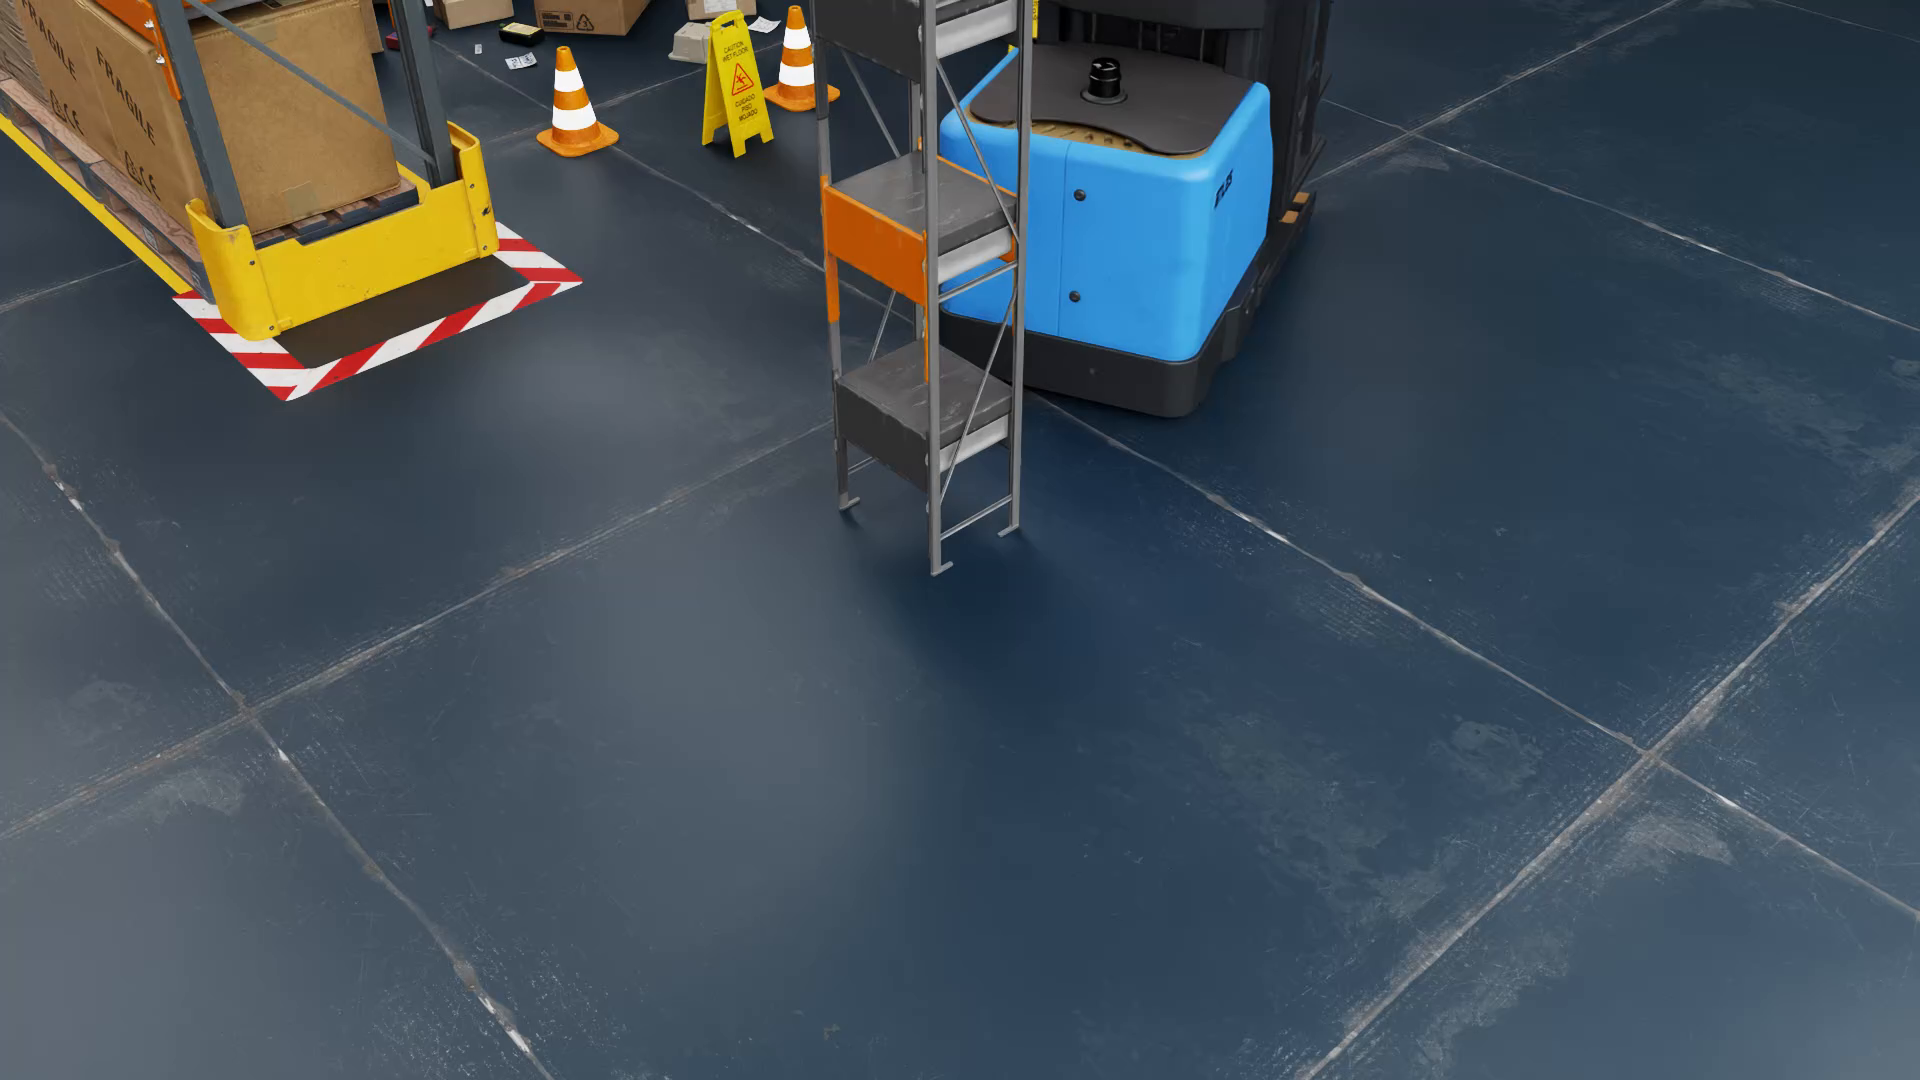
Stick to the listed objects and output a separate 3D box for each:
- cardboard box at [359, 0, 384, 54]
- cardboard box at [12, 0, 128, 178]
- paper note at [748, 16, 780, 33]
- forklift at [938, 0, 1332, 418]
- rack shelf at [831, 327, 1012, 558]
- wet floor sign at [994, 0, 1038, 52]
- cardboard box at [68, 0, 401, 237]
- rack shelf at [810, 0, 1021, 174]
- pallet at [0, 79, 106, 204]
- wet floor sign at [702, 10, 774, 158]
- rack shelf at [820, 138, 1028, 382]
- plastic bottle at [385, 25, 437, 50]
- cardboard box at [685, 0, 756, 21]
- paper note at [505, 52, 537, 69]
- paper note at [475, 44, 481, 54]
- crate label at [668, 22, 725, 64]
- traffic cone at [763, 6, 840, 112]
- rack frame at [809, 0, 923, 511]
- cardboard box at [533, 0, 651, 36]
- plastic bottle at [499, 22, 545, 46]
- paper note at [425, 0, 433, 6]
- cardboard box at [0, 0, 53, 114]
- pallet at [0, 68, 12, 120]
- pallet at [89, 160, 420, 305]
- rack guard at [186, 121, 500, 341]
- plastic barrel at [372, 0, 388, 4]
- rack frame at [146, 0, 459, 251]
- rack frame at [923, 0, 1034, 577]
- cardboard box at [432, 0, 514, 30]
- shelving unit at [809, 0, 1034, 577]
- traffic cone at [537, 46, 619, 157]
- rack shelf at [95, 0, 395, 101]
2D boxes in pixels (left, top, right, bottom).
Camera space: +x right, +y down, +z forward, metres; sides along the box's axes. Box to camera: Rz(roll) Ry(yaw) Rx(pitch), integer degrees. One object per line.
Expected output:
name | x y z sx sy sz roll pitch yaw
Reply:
cardboard box | -3.469 -2.893 8.932 0.500 0.500 0.500 -22 44 -25
cardboard box | -3.674 -2.324 7.597 0.875 0.875 0.875 -31 48 -32
paper note | -1.098 -2.882 9.294 0.142 0.019 0.148 18 42 21
forklift | 0.953 -2.522 6.540 1.130 2.935 3.031 15 41 18
rack shelf | -0.112 -0.338 5.634 0.431 0.518 0.480 -30 48 -32
wet floor sign | 0.348 -2.987 8.935 0.267 0.644 0.232 -15 41 -17
cardboard box | -3.077 -1.918 7.094 0.875 0.875 0.875 -30 47 -32
rack shelf | -0.112 -1.427 4.754 0.431 0.518 0.480 -30 48 -32
pallet | -3.989 -2.112 8.197 1.003 0.211 1.213 -30 48 -32
wet floor sign | -1.092 -2.207 7.970 0.232 0.644 0.267 26 45 28
rack shelf | -0.112 -0.883 5.194 0.431 0.518 0.480 -30 48 -32
plastic bottle | -3.009 -2.775 9.137 0.133 0.061 0.283 18 42 21
cardboard box | -1.366 -3.084 9.451 0.380 0.149 0.250 -8 40 -10
paper note | -2.352 -2.567 8.906 0.144 0.017 0.142 -15 41 -17
paper note | -2.622 -2.673 9.051 0.032 0.001 0.123 -8 40 -10
crate label | -1.398 -2.691 8.973 0.298 0.136 0.250 11 40 13
traffic cone | -0.821 -2.480 8.453 0.336 0.463 0.334 -30 48 -32
rack frame | -0.277 -1.006 5.325 0.400 2.100 0.015 -30 48 -32
cardboard box | -2.045 -3.211 9.326 0.637 0.503 0.797 5 39 6
plastic bottle | -2.439 -2.792 9.158 0.283 0.061 0.133 18 42 21
paper note | -3.009 -3.137 9.617 0.172 0.023 0.155 -15 41 -17
cardboard box | -4.289 -2.747 8.121 0.875 0.875 0.875 -30 47 -31
pallet | -4.819 -2.676 8.896 1.003 0.211 1.213 -30 48 -32
pallet | -3.168 -1.547 7.498 1.003 0.211 1.213 -30 48 -32
rack guard | -2.554 -1.312 6.976 1.175 0.500 0.348 -30 48 -32
plastic barrel | -3.378 -3.271 9.463 0.512 0.421 0.421 -2 39 -2
rack frame | -2.570 -2.295 6.205 1.000 3.000 0.127 -30 48 -32
rack frame | 0.053 -0.781 5.045 0.400 2.100 0.015 -30 48 -32
cardboard box | -2.756 -3.070 9.340 0.396 0.266 0.258 -22 44 -25
shelving unit | -0.112 -0.893 5.185 0.431 2.100 0.503 -30 48 -32
traffic cone | -1.883 -2.158 8.053 0.336 0.463 0.334 -30 48 -32
rack shelf | -3.923 -2.941 7.577 1.077 0.370 4.000 -30 48 -32
